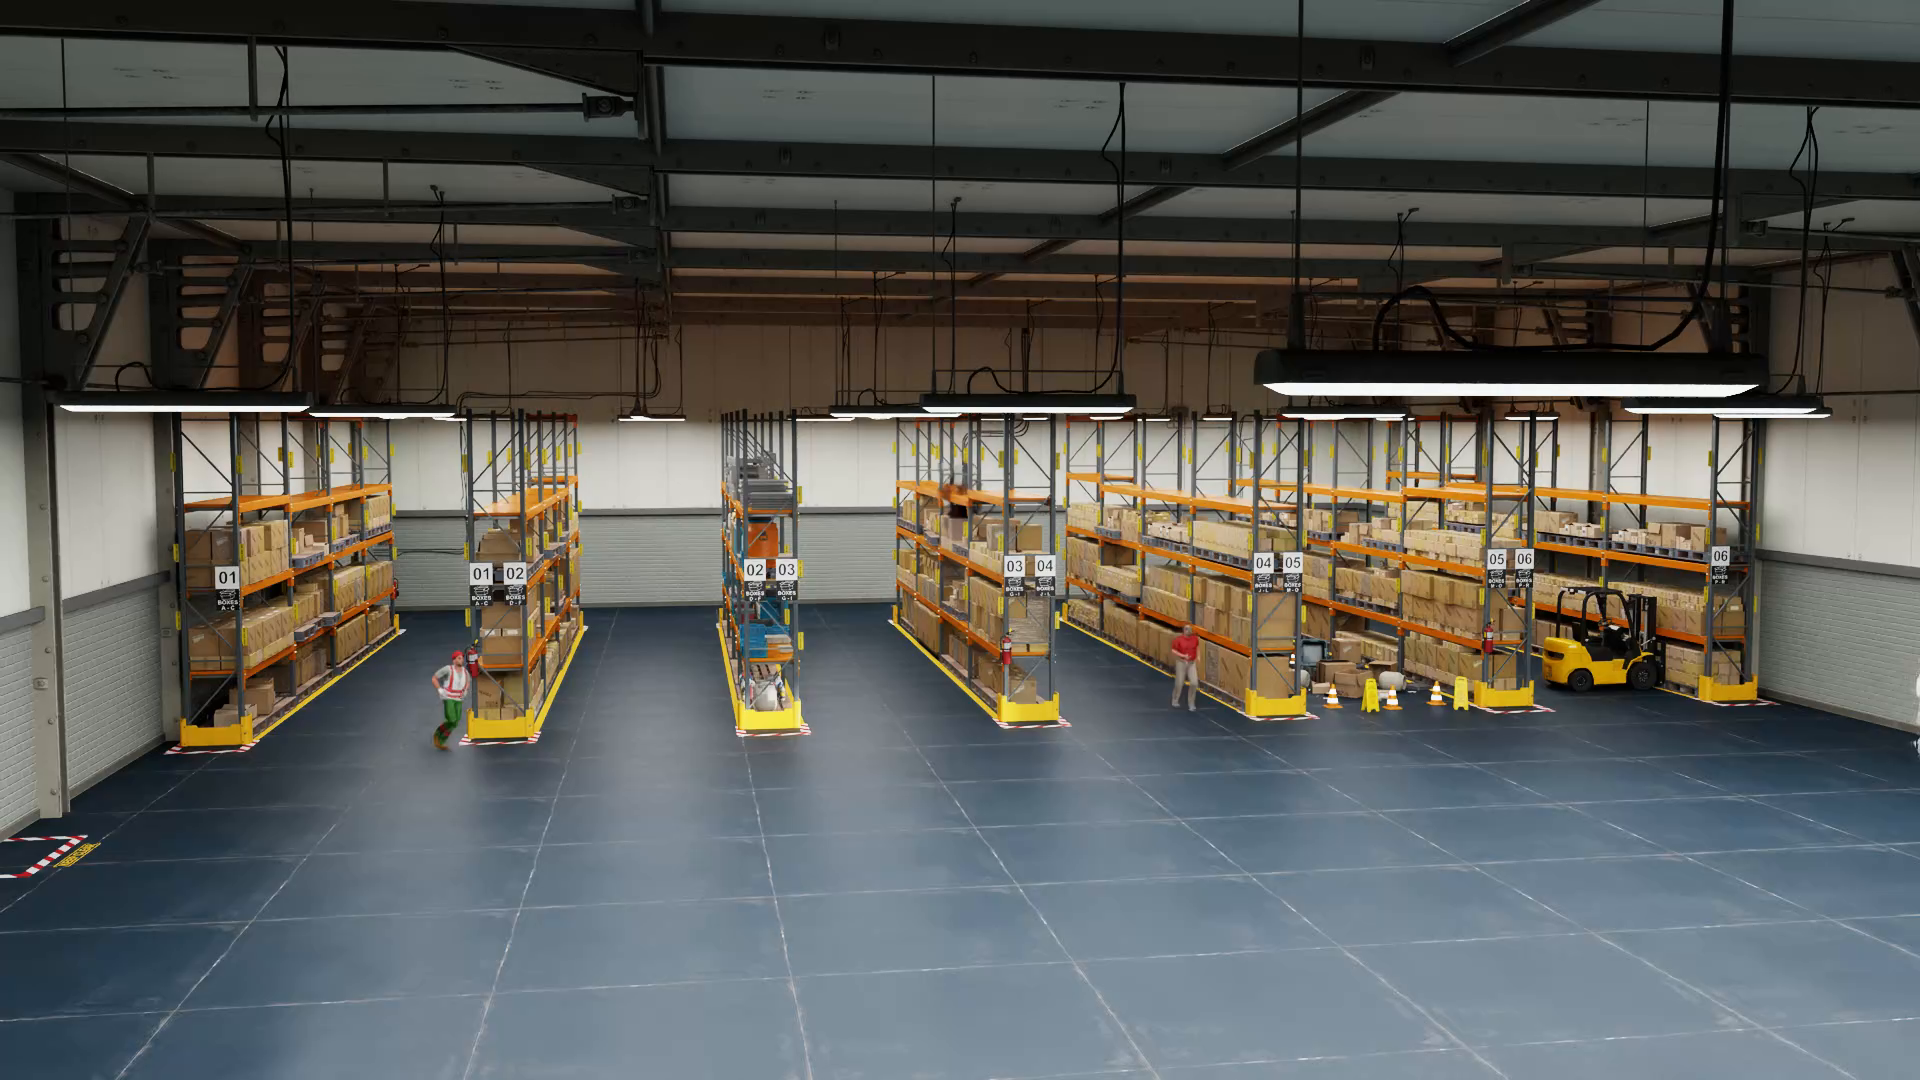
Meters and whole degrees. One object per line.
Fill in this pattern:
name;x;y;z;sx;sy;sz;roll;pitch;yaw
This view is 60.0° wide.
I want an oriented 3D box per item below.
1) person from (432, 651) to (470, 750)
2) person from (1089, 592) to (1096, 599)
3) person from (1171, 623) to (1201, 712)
person;-8.893;2.813;29.263;0.550;1.722;0.667;3;5;37
person;4.044;1.415;49.785;0.651;1.722;0.593;-1;4;-17
person;4.534;2.566;33.233;0.693;1.810;0.759;-1;4;-13
